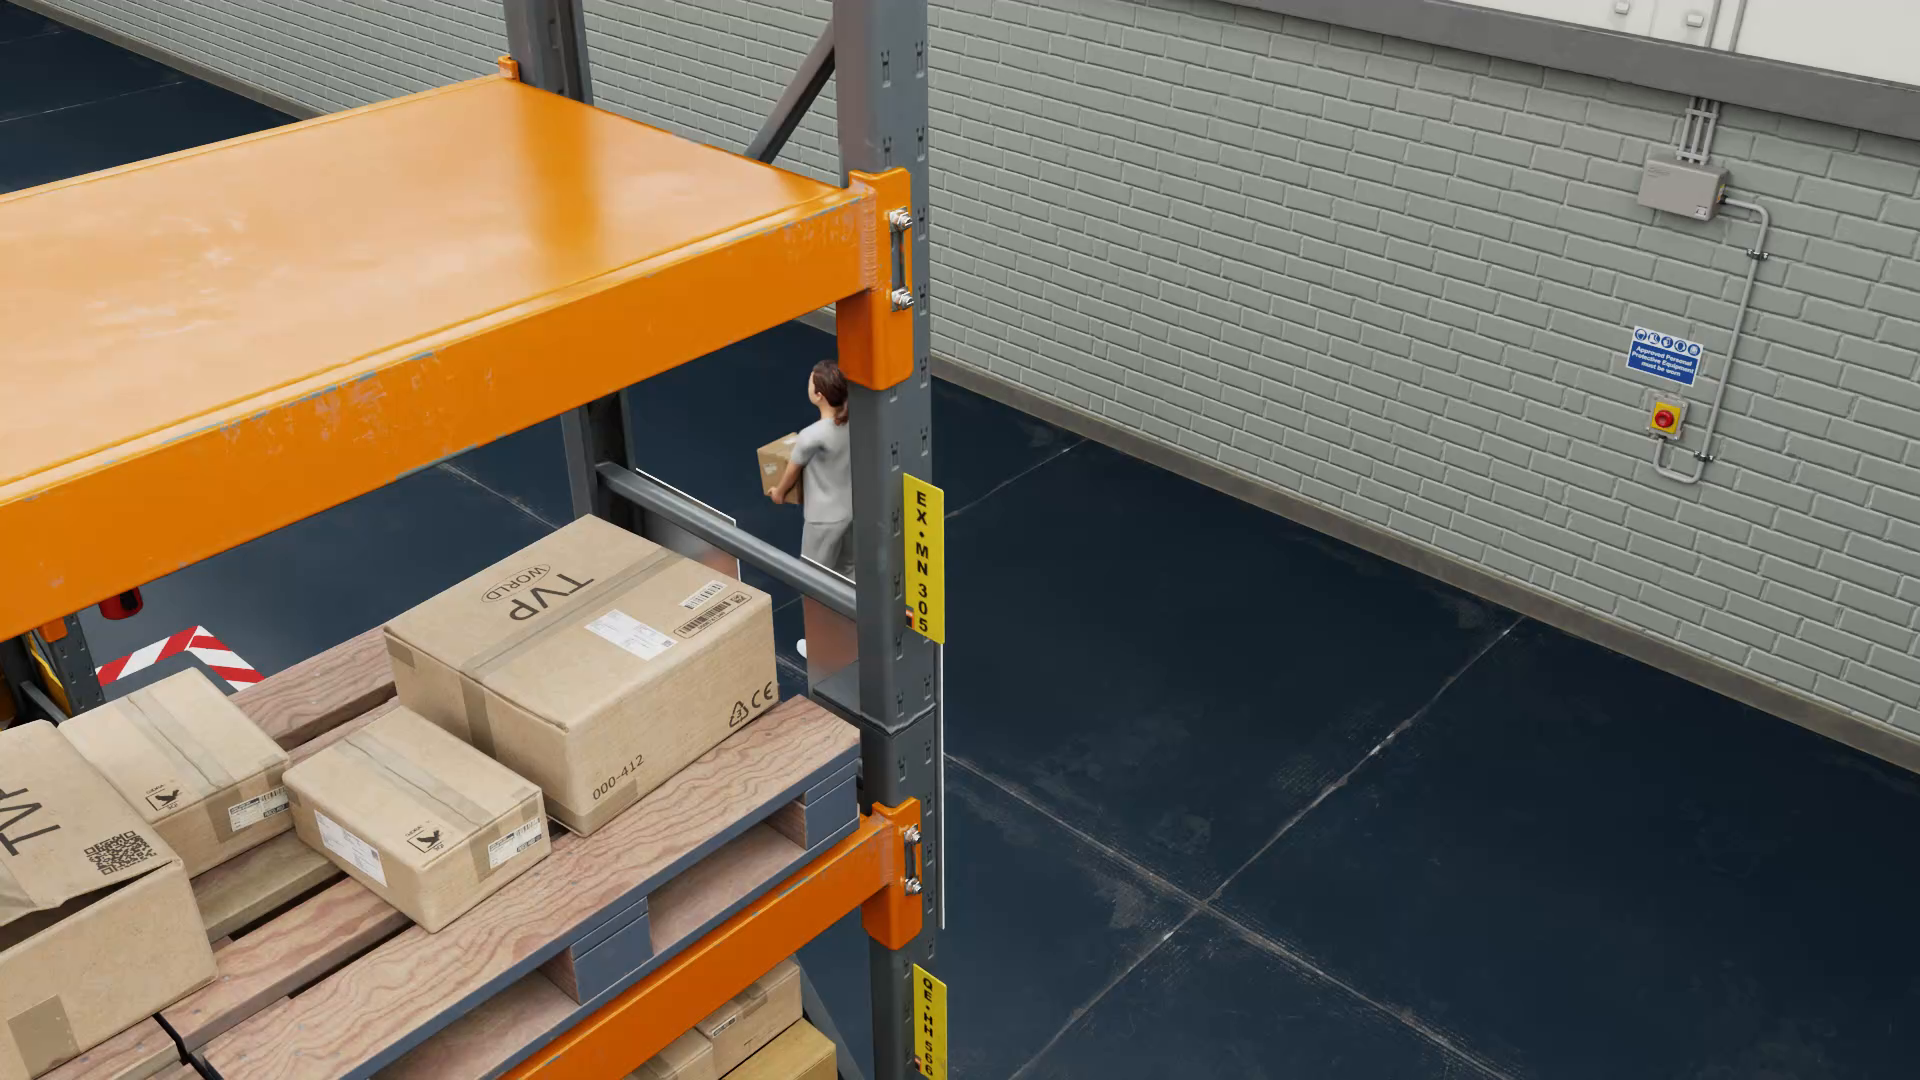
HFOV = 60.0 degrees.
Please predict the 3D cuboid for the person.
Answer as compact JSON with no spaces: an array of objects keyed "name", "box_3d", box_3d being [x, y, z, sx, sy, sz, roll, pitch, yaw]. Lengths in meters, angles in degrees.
[{"name":"person","box_3d":[-0.681,-0.154,8.247,0.525,1.668,0.409,25,39,34]}]
